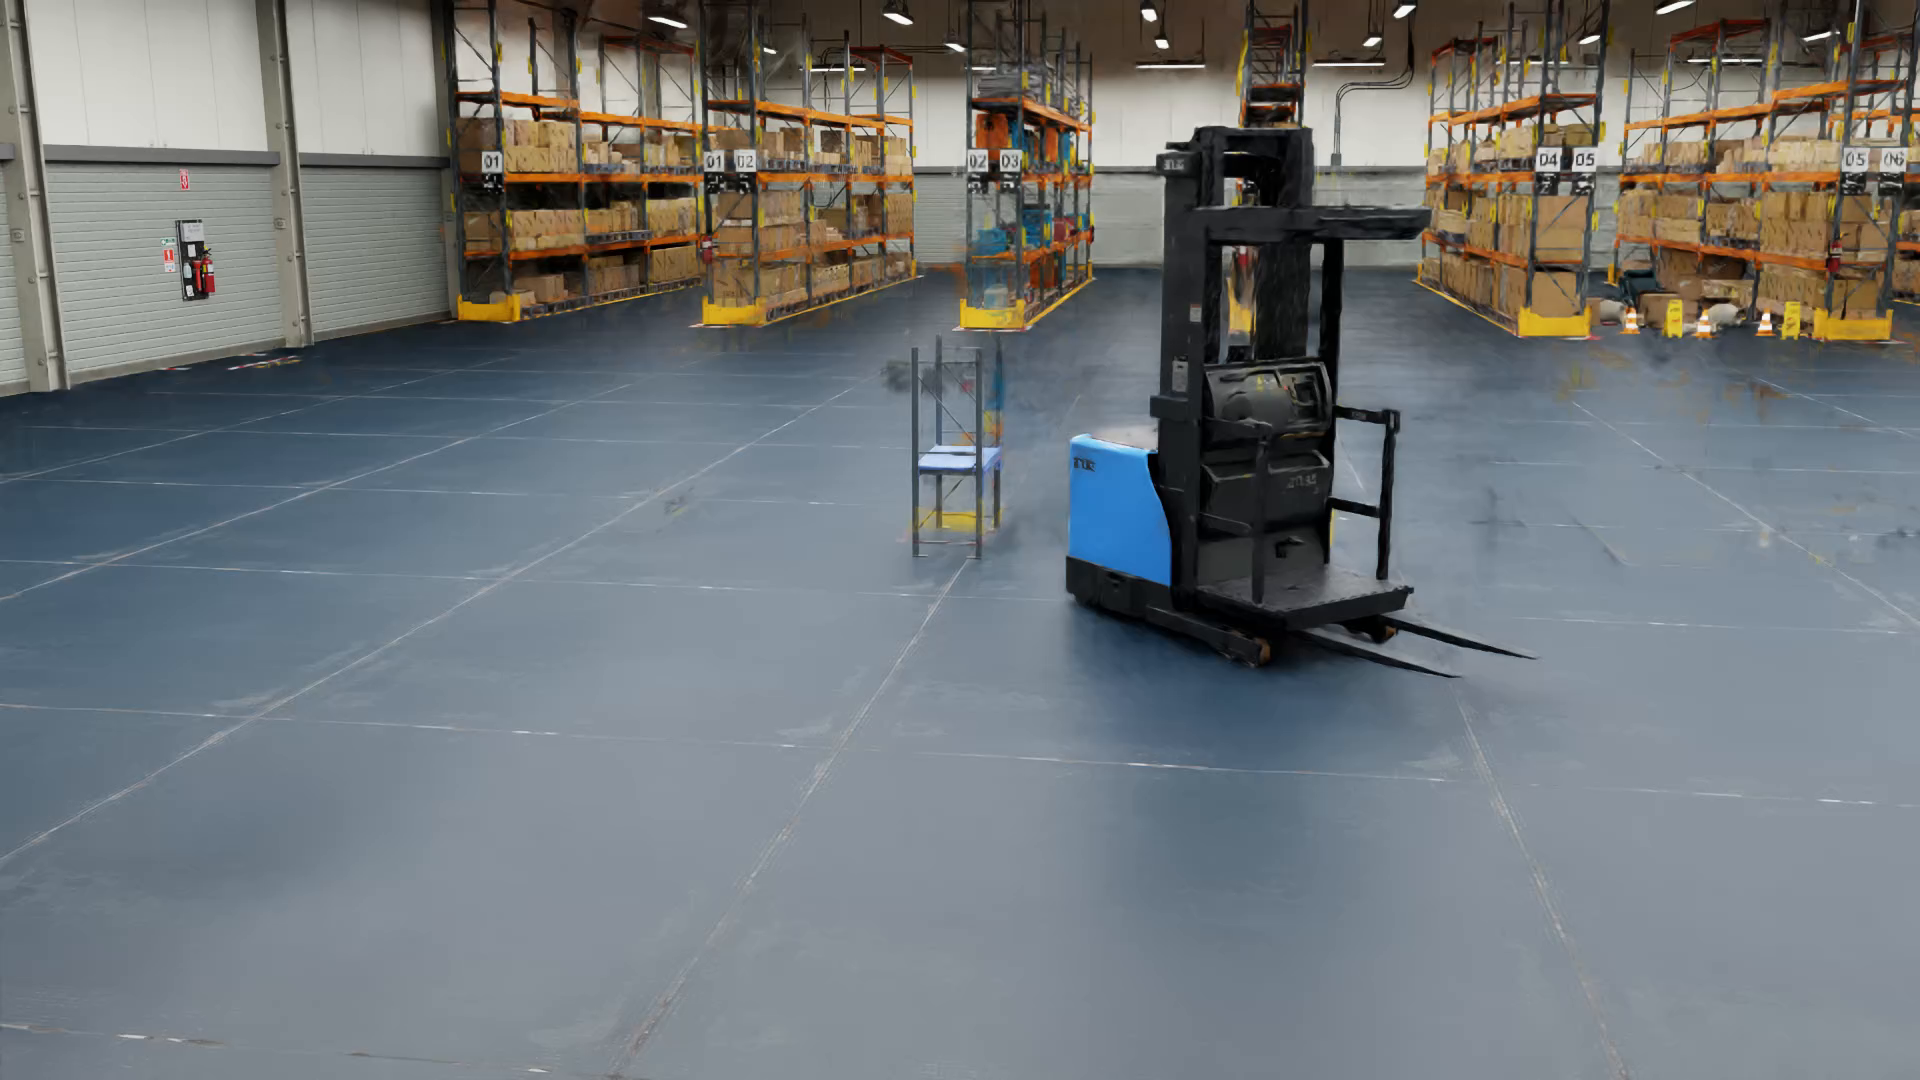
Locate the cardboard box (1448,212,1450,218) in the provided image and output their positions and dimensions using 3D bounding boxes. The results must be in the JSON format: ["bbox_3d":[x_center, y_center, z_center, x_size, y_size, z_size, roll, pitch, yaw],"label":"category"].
[{"bbox_3d":[11.460,-7.487,38.301,0.380,0.149,0.250,2,12,11],"label":"cardboard box"}]

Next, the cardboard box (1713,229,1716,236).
[{"bbox_3d":[16.146,-6.496,35.114,0.380,0.149,0.250,1,12,5],"label":"cardboard box"}]

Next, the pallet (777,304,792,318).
[{"bbox_3d":[-4.001,-4.616,33.413,1.003,0.211,1.213,2,12,9],"label":"pallet"}]

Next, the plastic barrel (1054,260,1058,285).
[{"bbox_3d":[2.090,-6.434,39.954,0.600,0.588,0.708,2,12,9],"label":"plastic barrel"}]

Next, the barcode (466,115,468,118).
[{"bbox_3d":[-9.547,-8.187,32.206,0.001,0.075,0.075,2,12,9],"label":"barcode"}]

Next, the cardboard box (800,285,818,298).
[{"bbox_3d":[-3.345,-5.335,35.660,0.500,0.250,0.500,2,12,7],"label":"cardboard box"}]

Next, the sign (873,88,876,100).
[{"bbox_3d":[-2.342,-12.342,45.997,0.100,0.325,0.005,2,12,9],"label":"sign"}]

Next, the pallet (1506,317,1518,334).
[{"bbox_3d":[10.452,-3.868,29.941,1.003,0.211,1.213,2,12,9],"label":"pallet"}]

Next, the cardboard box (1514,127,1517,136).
[{"bbox_3d":[10.396,-7.501,30.528,0.380,0.149,0.250,2,12,8],"label":"cardboard box"}]

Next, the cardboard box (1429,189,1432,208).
[{"bbox_3d":[12.363,-8.778,42.789,0.500,0.500,0.500,2,12,7],"label":"cardboard box"}]

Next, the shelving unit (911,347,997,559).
[{"bbox_3d":[-0.014,-0.714,12.249,0.500,1.500,1.039,2,12,9],"label":"shelving unit"}]

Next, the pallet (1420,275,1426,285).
[{"bbox_3d":[12.696,-6.846,43.758,1.003,0.211,1.213,2,12,9],"label":"pallet"}]

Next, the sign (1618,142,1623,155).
[{"bbox_3d":[17.227,-10.205,43.344,0.100,0.325,0.005,2,12,9],"label":"sign"}]

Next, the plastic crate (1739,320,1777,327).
[{"bbox_3d":[14.877,-4.028,30.994,0.402,0.080,0.583,-2,12,-11],"label":"plastic crate"}]

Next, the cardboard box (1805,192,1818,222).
[{"bbox_3d":[14.138,-7.751,35.651,5.147,1.500,13.602,2,12,9],"label":"cardboard box"}]

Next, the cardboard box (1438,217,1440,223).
[{"bbox_3d":[11.737,-7.721,40.093,0.380,0.149,0.250,2,12,10],"label":"cardboard box"}]

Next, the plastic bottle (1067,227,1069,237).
[{"bbox_3d":[2.577,-7.540,40.656,0.152,0.276,0.135,2,12,9],"label":"plastic bottle"}]

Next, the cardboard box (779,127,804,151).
[{"bbox_3d":[-3.518,-8.490,35.229,0.500,0.500,0.500,2,12,9],"label":"cardboard box"}]

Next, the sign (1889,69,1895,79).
[{"bbox_3d":[21.531,-10.710,38.425,0.100,0.325,0.005,2,12,9],"label":"sign"}]

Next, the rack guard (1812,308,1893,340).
[{"bbox_3d":[15.325,-3.717,28.553,1.175,0.500,0.348,2,12,9],"label":"rack guard"}]

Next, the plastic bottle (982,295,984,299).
[{"bbox_3d":[0.476,-4.713,32.646,0.061,0.283,0.133,2,12,10],"label":"plastic bottle"}]

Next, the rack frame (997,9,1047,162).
[{"bbox_3d":[1.242,-9.170,33.682,1.000,3.000,0.127,2,12,9],"label":"rack frame"}]

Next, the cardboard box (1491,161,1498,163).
[{"bbox_3d":[11.988,-8.353,36.775,0.500,0.500,0.500,2,12,9],"label":"cardboard box"}]

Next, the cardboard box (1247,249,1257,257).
[{"bbox_3d":[5.361,-5.187,30.039,0.380,0.149,0.250,2,12,9],"label":"cardboard box"}]

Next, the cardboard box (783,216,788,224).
[{"bbox_3d":[-3.678,-6.436,33.463,0.380,0.149,0.250,2,12,10],"label":"cardboard box"}]

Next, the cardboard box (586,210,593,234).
[{"bbox_3d":[-8.435,-6.927,36.233,0.700,0.500,0.500,2,12,9],"label":"cardboard box"}]

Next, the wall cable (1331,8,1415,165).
[{"bbox_3d":[12.257,-14.145,49.133,2.277,5.999,0.120,2,12,9],"label":"wall cable"}]

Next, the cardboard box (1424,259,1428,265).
[{"bbox_3d":[12.362,-7.288,43.547,0.380,0.149,0.250,2,12,8],"label":"cardboard box"}]

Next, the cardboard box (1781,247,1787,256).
[{"bbox_3d":[15.357,-5.312,30.616,0.380,0.149,0.250,2,12,9],"label":"cardboard box"}]

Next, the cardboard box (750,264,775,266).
[{"bbox_3d":[-4.101,-5.435,34.344,0.500,0.500,0.500,2,12,9],"label":"cardboard box"}]

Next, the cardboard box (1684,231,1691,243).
[{"bbox_3d":[16.428,-6.735,36.983,0.500,0.250,0.500,2,12,10],"label":"cardboard box"}]

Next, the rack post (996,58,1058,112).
[{"bbox_3d":[1.460,-9.680,35.576,1.013,1.000,3.121,2,12,9],"label":"rack post"}]

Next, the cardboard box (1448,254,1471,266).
[{"bbox_3d":[11.715,-6.548,38.913,0.500,0.250,0.500,2,12,11],"label":"cardboard box"}]

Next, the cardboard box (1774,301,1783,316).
[{"bbox_3d":[15.421,-4.281,30.766,0.500,0.250,0.500,2,12,8],"label":"cardboard box"}]

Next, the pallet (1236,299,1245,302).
[{"bbox_3d":[6.255,-4.876,34.616,1.003,0.211,1.213,2,12,9],"label":"pallet"}]

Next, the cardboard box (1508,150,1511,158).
[{"bbox_3d":[10.475,-7.216,31.098,0.380,0.149,0.250,2,12,8],"label":"cardboard box"}]

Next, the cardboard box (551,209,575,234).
[{"bbox_3d":[-8.385,-6.649,34.752,0.500,0.500,0.500,2,12,8],"label":"cardboard box"}]

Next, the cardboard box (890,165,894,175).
[{"bbox_3d":[-2.021,-9.654,43.405,0.500,0.250,0.500,2,12,9],"label":"cardboard box"}]

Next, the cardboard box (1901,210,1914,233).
[{"bbox_3d":[21.568,-7.150,37.318,0.700,0.500,0.500,2,12,8],"label":"cardboard box"}]

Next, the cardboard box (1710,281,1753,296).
[{"bbox_3d":[16.341,-5.238,34.918,0.950,0.372,0.625,2,12,8],"label":"cardboard box"}]

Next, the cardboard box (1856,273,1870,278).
[{"bbox_3d":[21.914,-6.329,40.235,0.396,0.266,0.258,2,12,11],"label":"cardboard box"}]

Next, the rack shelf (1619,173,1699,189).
[{"bbox_3d":[17.466,-8.952,41.499,1.077,0.370,4.000,2,12,9],"label":"rack shelf"}]

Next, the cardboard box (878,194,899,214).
[{"bbox_3d":[-1.912,-8.905,44.082,0.500,0.500,0.500,2,12,7],"label":"cardboard box"}]

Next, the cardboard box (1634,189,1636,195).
[{"bbox_3d":[17.232,-8.774,41.934,0.380,0.149,0.250,2,12,9],"label":"cardboard box"}]

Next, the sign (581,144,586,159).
[{"bbox_3d":[-8.010,-8.261,35.359,0.100,0.325,0.005,2,12,9],"label":"sign"}]

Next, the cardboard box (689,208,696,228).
[{"bbox_3d":[-7.138,-8.323,43.003,0.500,0.500,0.500,2,12,8],"label":"cardboard box"}]

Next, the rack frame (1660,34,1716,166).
[{"bbox_3d":[17.159,-10.353,39.175,1.000,3.000,0.127,2,12,9],"label":"rack frame"}]

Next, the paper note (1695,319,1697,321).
[{"bbox_3d":[14.161,-4.249,32.137,0.148,0.019,0.142,2,12,9],"label":"paper note"}]

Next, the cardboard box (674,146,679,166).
[{"bbox_3d":[-7.560,-9.774,42.325,0.700,0.500,0.500,1,12,6],"label":"cardboard box"}]

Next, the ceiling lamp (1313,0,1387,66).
[{"bbox_3d":[10.900,-14.837,46.125,2.000,3.185,0.800,2,12,9],"label":"ceiling lamp"}]

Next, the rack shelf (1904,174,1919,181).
[{"bbox_3d":[21.756,-7.959,36.892,1.077,0.370,4.000,2,12,9],"label":"rack shelf"}]

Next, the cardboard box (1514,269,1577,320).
[{"bbox_3d":[10.446,-4.372,29.707,0.875,0.875,0.875,2,12,9],"label":"cardboard box"}]

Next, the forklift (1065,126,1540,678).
[{"bbox_3d":[1.905,-0.838,9.425,1.130,2.935,3.031,-8,14,-33],"label":"forklift"}]

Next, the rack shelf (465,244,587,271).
[{"bbox_3d":[-8.854,-5.790,33.948,1.077,0.370,4.000,2,12,9],"label":"rack shelf"}]

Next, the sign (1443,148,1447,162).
[{"bbox_3d":[11.715,-9.295,40.158,0.100,0.325,0.005,2,12,9],"label":"sign"}]

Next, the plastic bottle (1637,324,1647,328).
[{"bbox_3d":[12.528,-3.947,30.664,0.133,0.061,0.283,-2,12,-11],"label":"plastic bottle"}]

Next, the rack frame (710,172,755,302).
[{"bbox_3d":[-4.270,-5.566,31.199,0.949,2.616,0.053,2,12,9],"label":"rack frame"}]

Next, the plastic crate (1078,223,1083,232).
[{"bbox_3d":[3.025,-8.247,43.895,0.416,0.233,0.300,2,12,9],"label":"plastic crate"}]

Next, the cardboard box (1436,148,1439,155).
[{"bbox_3d":[12.222,-9.790,41.903,0.380,0.149,0.250,2,12,8],"label":"cardboard box"}]
